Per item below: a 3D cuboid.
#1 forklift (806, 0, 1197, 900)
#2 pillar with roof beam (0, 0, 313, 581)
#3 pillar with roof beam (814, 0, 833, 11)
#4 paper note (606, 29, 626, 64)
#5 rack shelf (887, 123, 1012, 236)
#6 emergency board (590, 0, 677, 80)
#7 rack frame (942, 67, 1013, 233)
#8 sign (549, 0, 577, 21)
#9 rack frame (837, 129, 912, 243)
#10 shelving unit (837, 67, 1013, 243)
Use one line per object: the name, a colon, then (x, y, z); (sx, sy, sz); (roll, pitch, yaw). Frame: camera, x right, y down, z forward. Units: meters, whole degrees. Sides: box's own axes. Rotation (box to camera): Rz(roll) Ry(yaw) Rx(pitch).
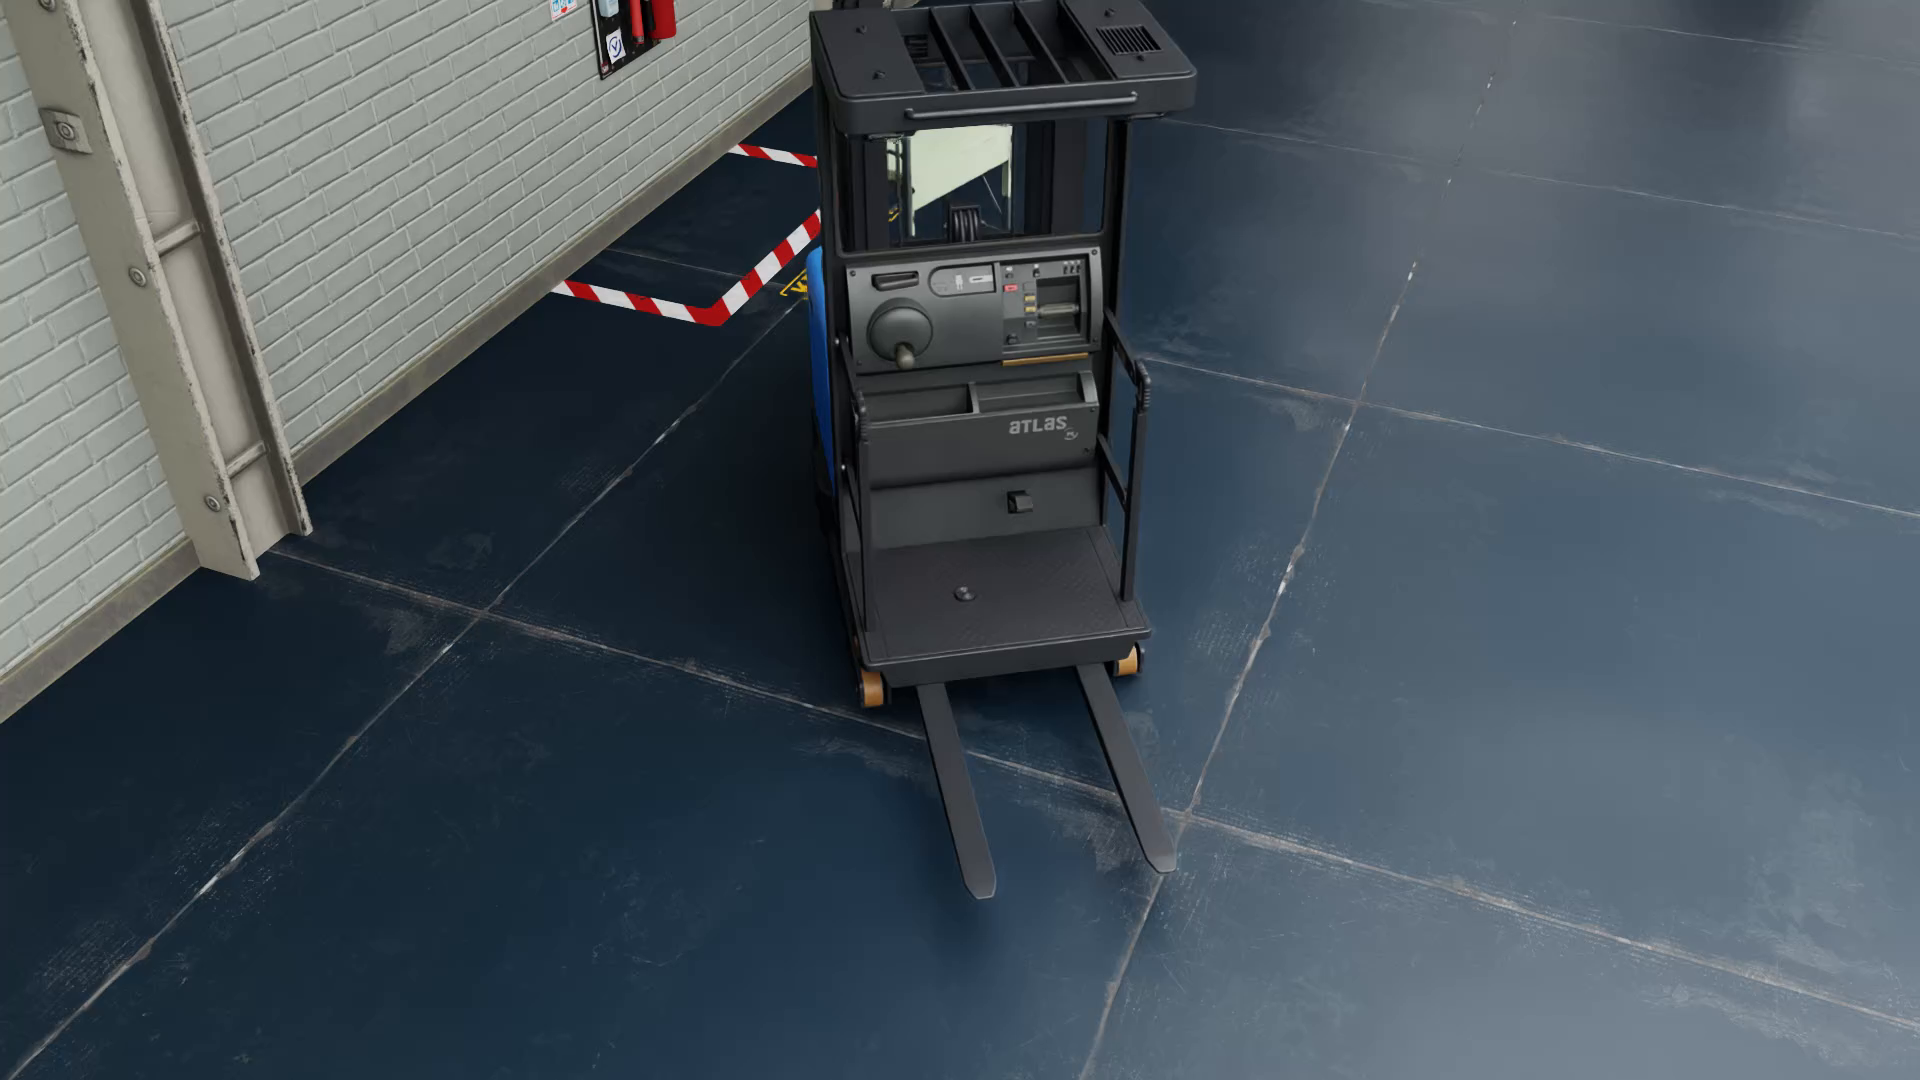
forklift: (0.100, -0.770, 5.832); (1.130, 2.935, 3.031); (-6, 37, -8)
pillar with roof beam: (0.924, -2.596, 3.207); (9.100, 9.000, 0.400); (14, 39, 18)
pillar with roof beam: (3.207, -5.918, 7.651); (9.100, 9.000, 0.400); (14, 39, 18)
paper note: (-1.881, -2.701, 9.094); (0.016, 0.148, 0.142); (14, 39, 18)
rack shelf: (-0.148, -1.674, 7.586); (0.431, 0.370, 0.720); (25, 44, 30)
emergency board: (-1.750, -3.136, 8.940); (0.194, 1.169, 0.643); (14, 39, 18)
rack frame: (0.078, -1.534, 8.050); (0.400, 1.500, 0.023); (25, 44, 30)
sign: (-2.056, -2.868, 8.552); (0.001, 0.329, 0.234); (14, 39, 18)
rack frame: (-0.374, -1.190, 7.589); (0.400, 1.500, 0.023); (25, 44, 30)
shelving unit: (-0.148, -1.362, 7.819); (0.431, 1.500, 0.755); (25, 44, 30)
